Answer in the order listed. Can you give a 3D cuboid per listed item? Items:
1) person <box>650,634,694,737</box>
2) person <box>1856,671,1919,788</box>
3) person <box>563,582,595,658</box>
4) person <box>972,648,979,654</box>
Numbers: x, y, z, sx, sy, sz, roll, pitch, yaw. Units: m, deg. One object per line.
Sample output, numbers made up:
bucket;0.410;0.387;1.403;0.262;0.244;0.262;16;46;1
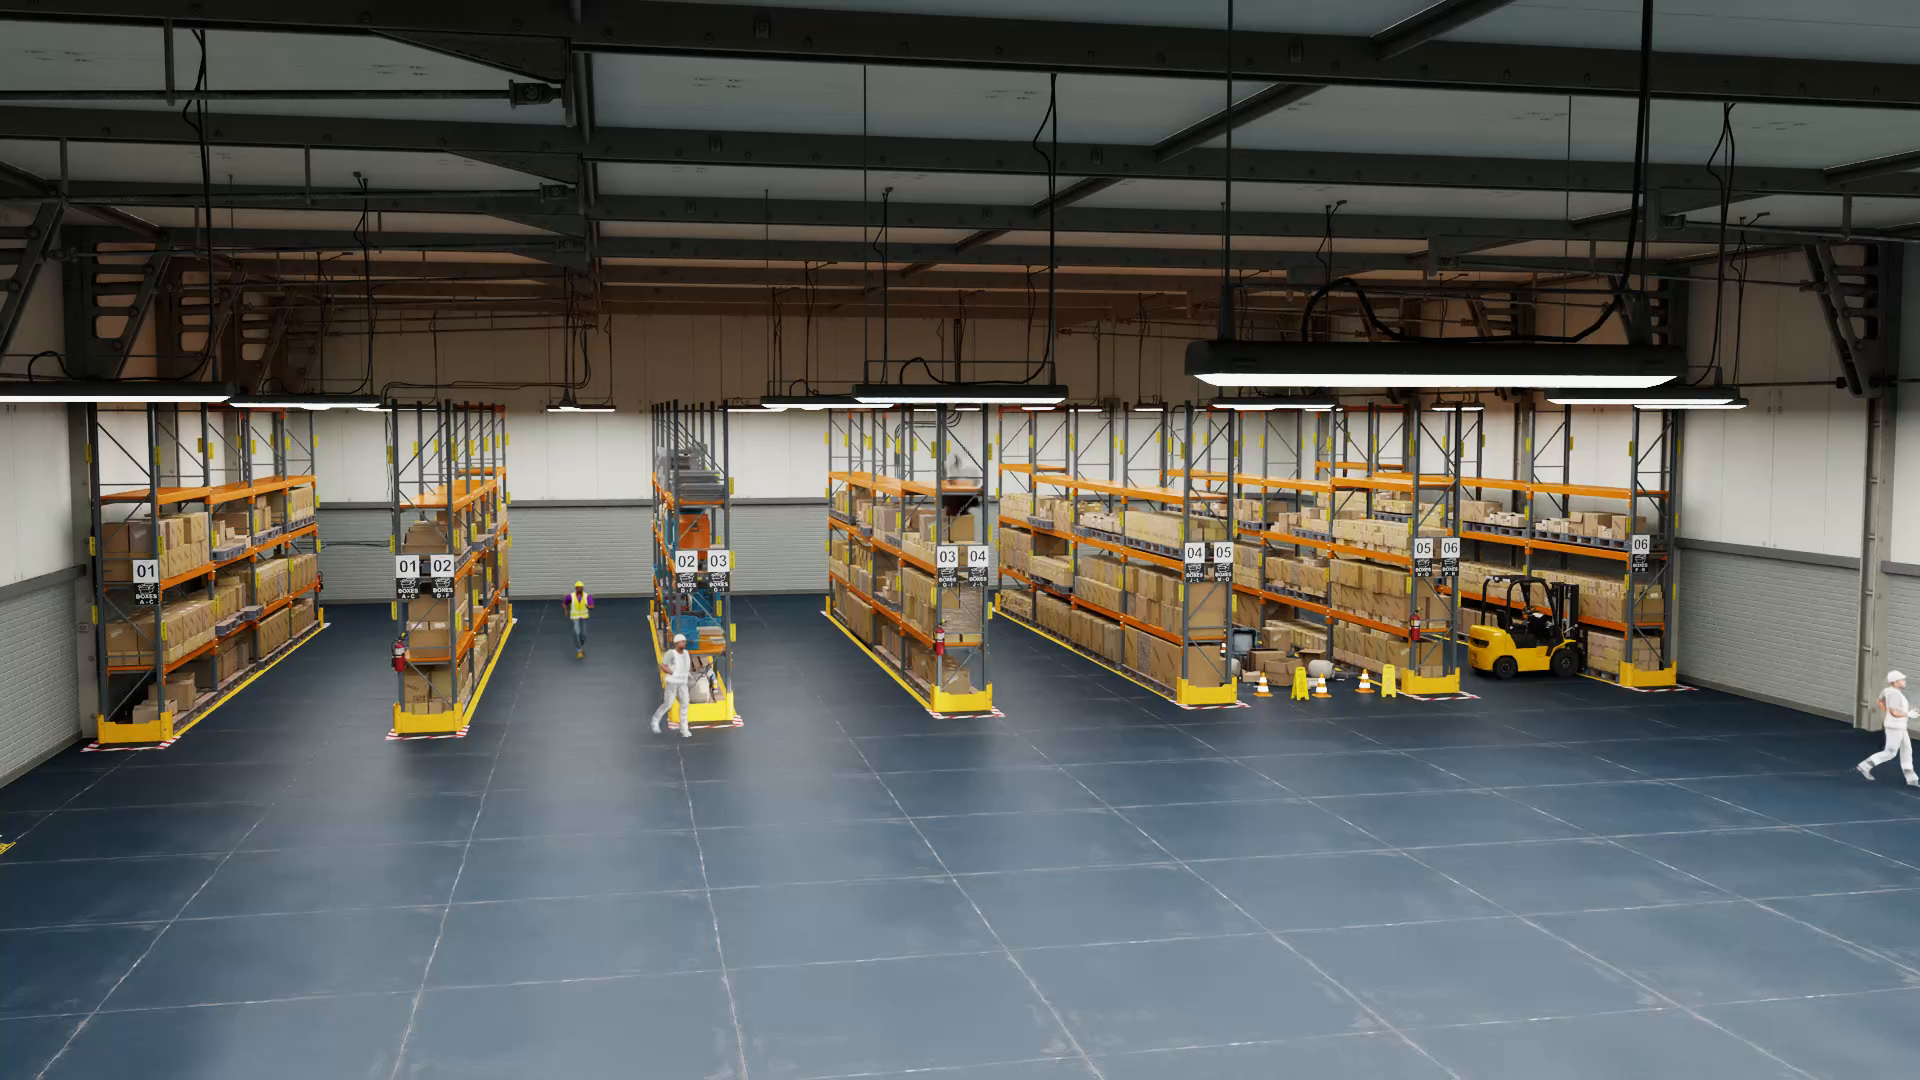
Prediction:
person;-5.041;2.577;29.787;0.895;1.780;0.748;3;5;36
person;14.306;2.889;25.452;0.987;1.786;0.656;3;5;31
person;-8.969;1.854;39.233;0.697;1.756;0.984;-2;5;-23
person;0.339;1.858;39.864;0.617;1.587;0.612;-1;4;-16
